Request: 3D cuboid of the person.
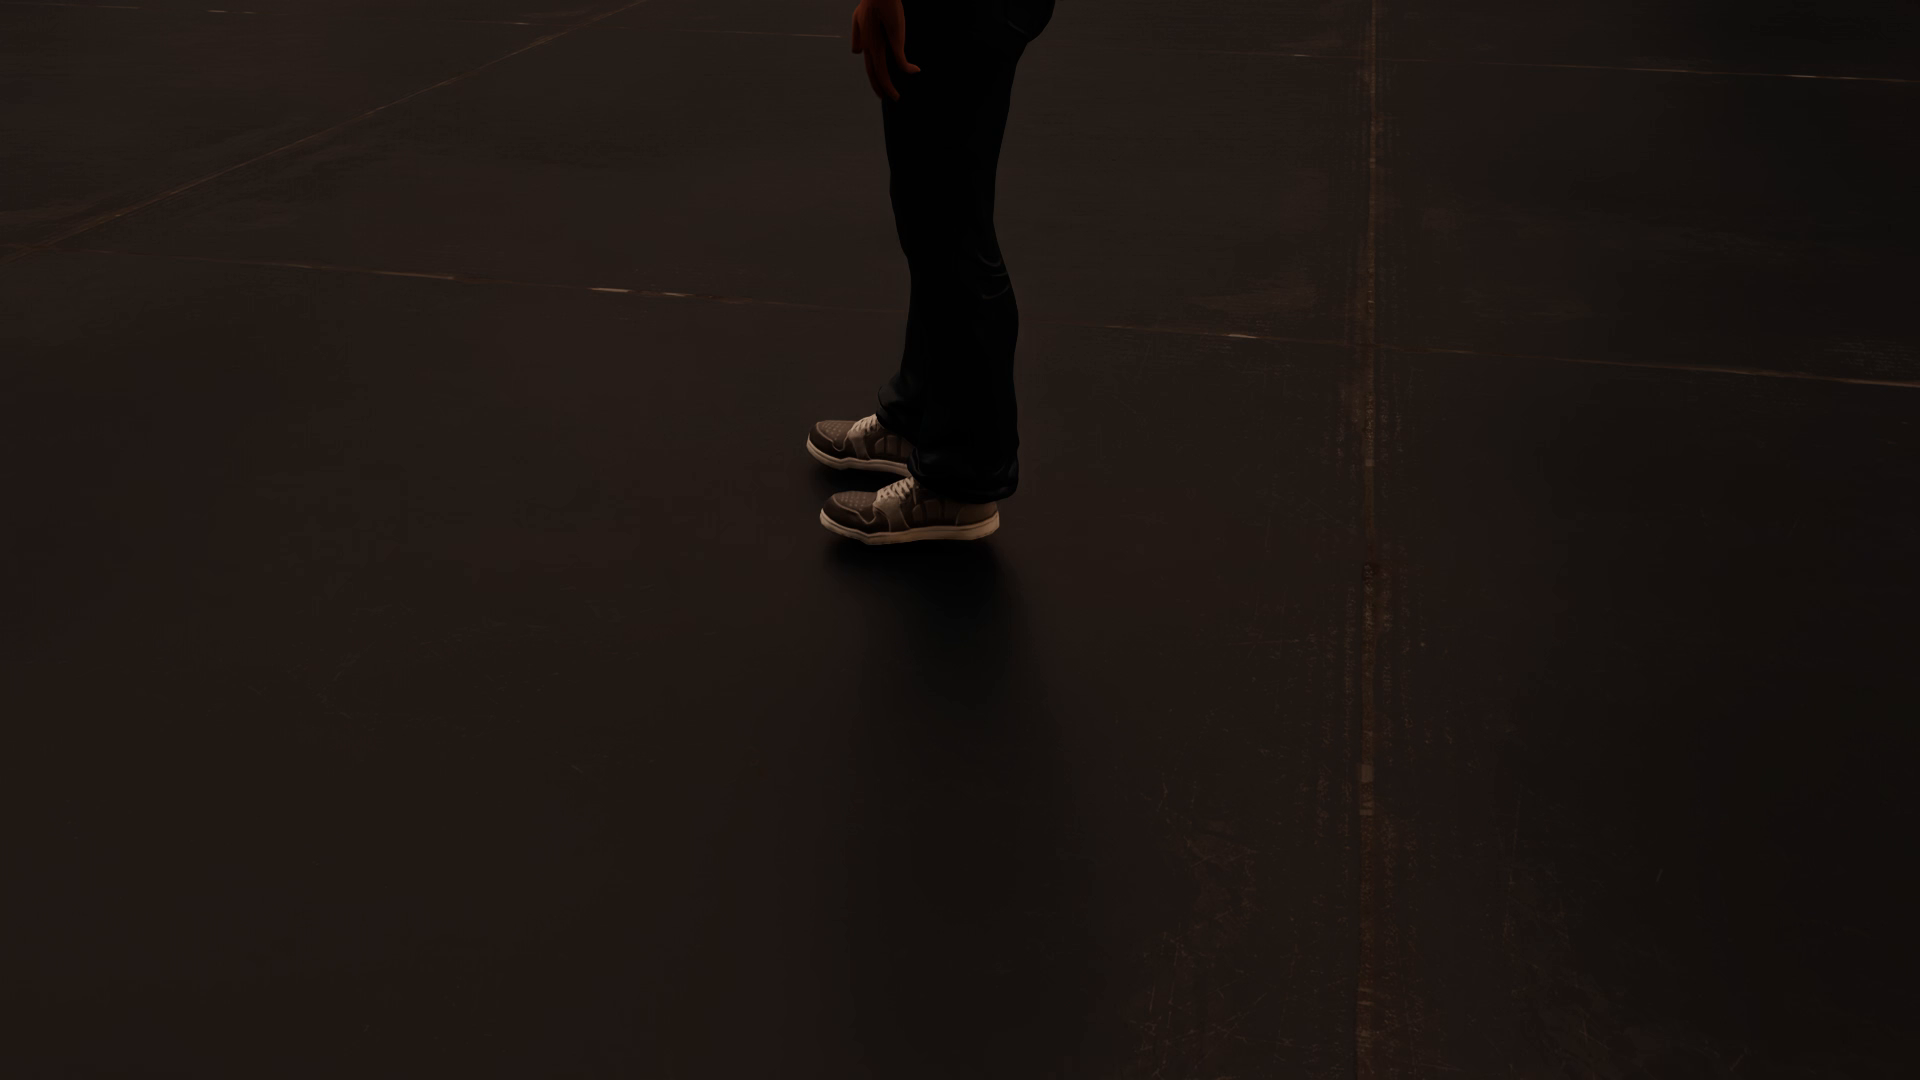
[{"bbox_3d":[-0.070,-0.734,2.164,0.473,1.599,0.520,6,27,11],"label":"person"}]
